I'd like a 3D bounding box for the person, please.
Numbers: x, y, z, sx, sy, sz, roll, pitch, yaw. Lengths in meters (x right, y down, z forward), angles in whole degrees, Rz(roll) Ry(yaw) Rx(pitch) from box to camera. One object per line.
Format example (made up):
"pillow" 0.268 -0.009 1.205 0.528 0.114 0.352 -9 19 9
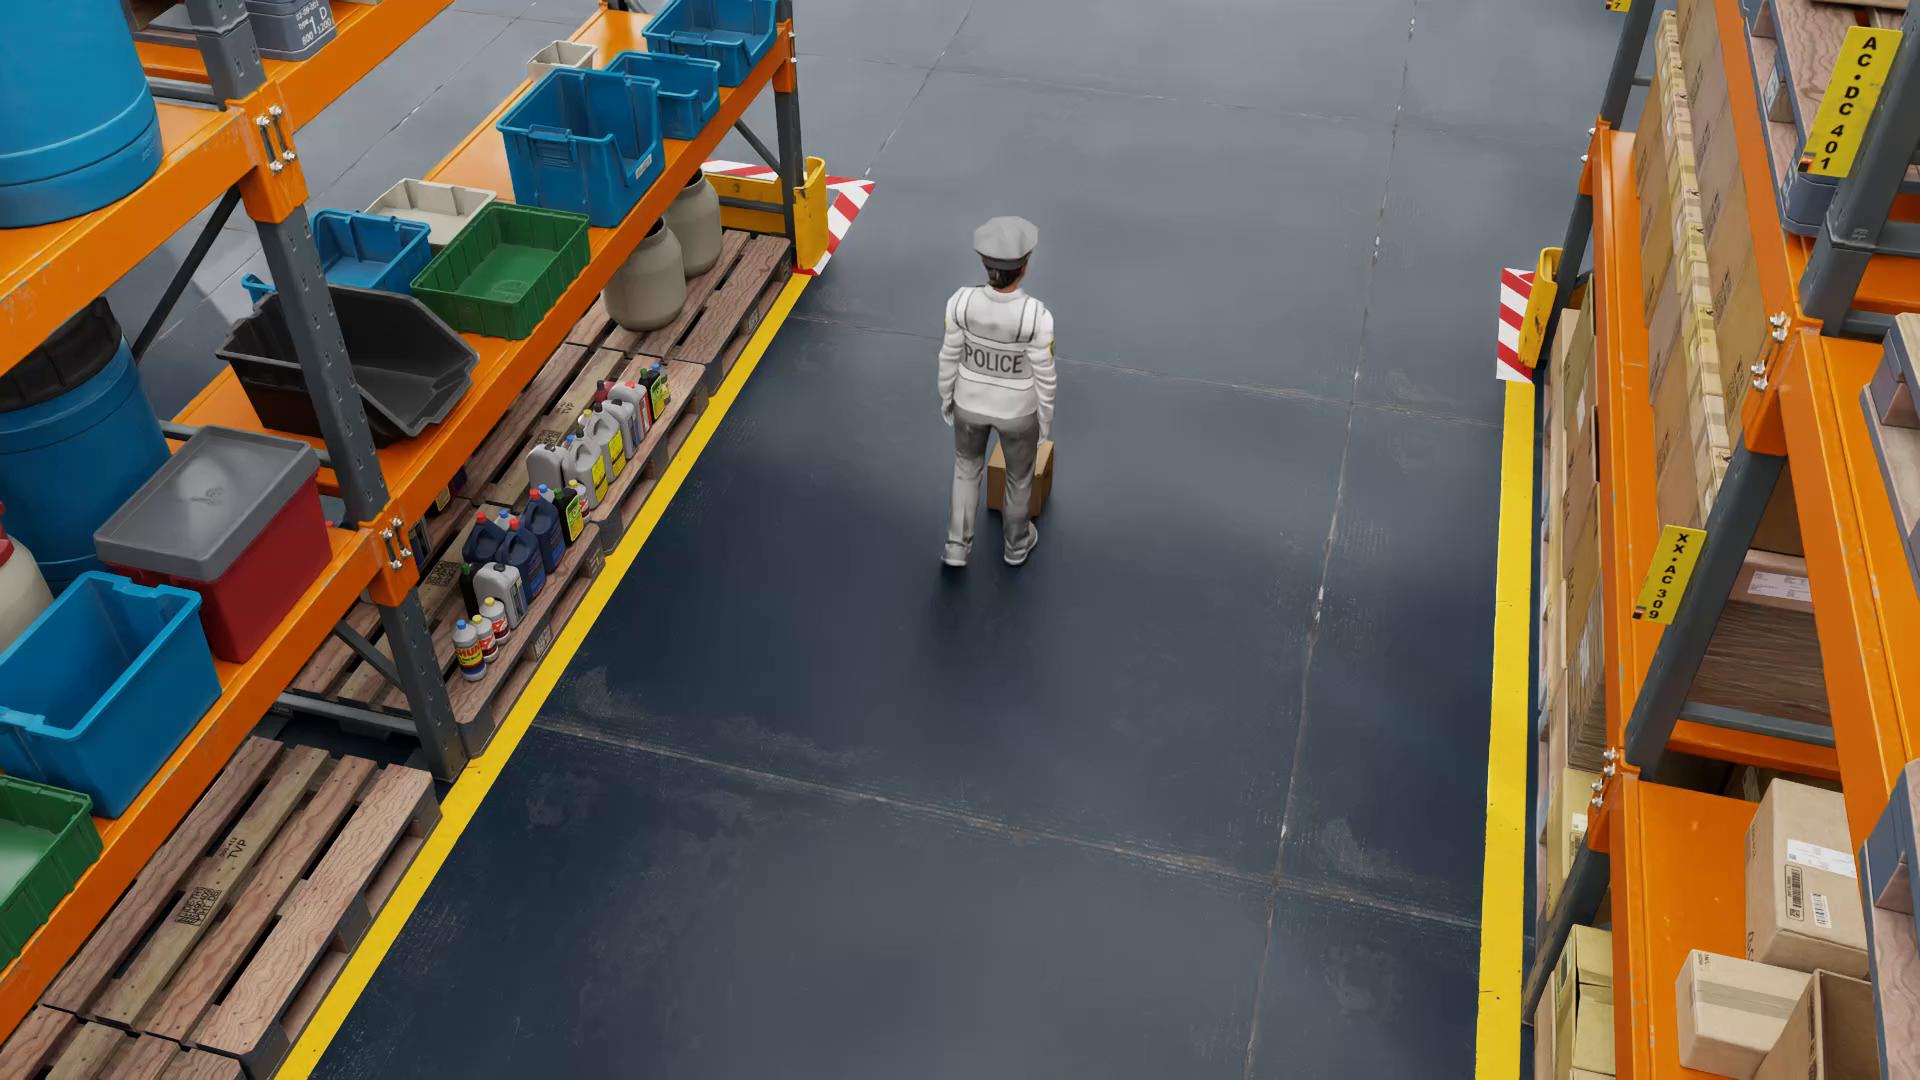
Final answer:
"person" 0.159 -0.541 6.773 0.499 1.698 0.482 11 42 12
